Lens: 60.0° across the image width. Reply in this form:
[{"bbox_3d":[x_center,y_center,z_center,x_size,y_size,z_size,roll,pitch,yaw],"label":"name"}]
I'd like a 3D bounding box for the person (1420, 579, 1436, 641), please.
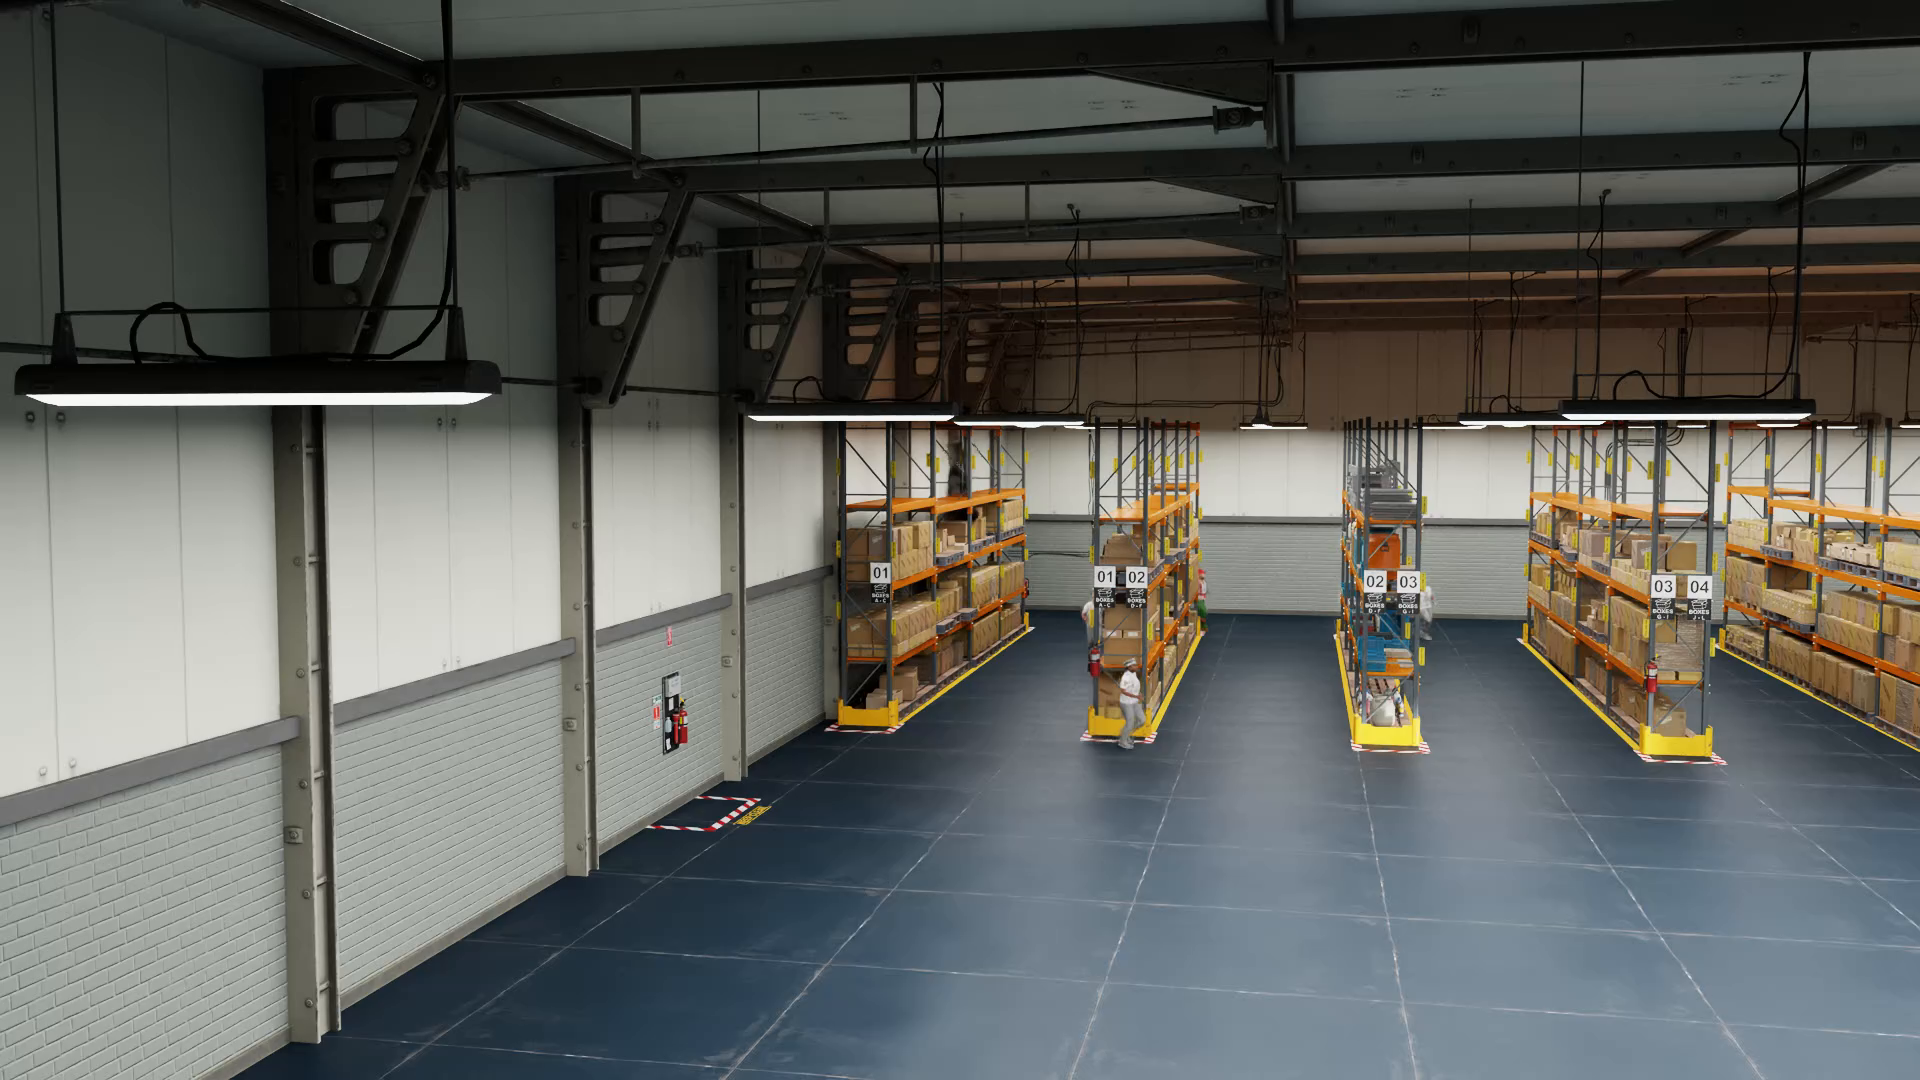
[{"bbox_3d":[12.708,1.893,45.614,0.748,1.784,0.633,-2,4,-23],"label":"person"}]

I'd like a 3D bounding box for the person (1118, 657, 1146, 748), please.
[{"bbox_3d":[3.108,2.941,30.023,0.562,1.666,0.578,2,4,32],"label":"person"}]

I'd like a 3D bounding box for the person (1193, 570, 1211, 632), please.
[{"bbox_3d":[6.867,1.749,47.938,0.863,1.809,0.693,3,5,35],"label":"person"}]

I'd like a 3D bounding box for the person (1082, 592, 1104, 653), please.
[{"bbox_3d":[3.390,2.168,41.699,0.673,1.790,0.814,0,4,7],"label":"person"}]
